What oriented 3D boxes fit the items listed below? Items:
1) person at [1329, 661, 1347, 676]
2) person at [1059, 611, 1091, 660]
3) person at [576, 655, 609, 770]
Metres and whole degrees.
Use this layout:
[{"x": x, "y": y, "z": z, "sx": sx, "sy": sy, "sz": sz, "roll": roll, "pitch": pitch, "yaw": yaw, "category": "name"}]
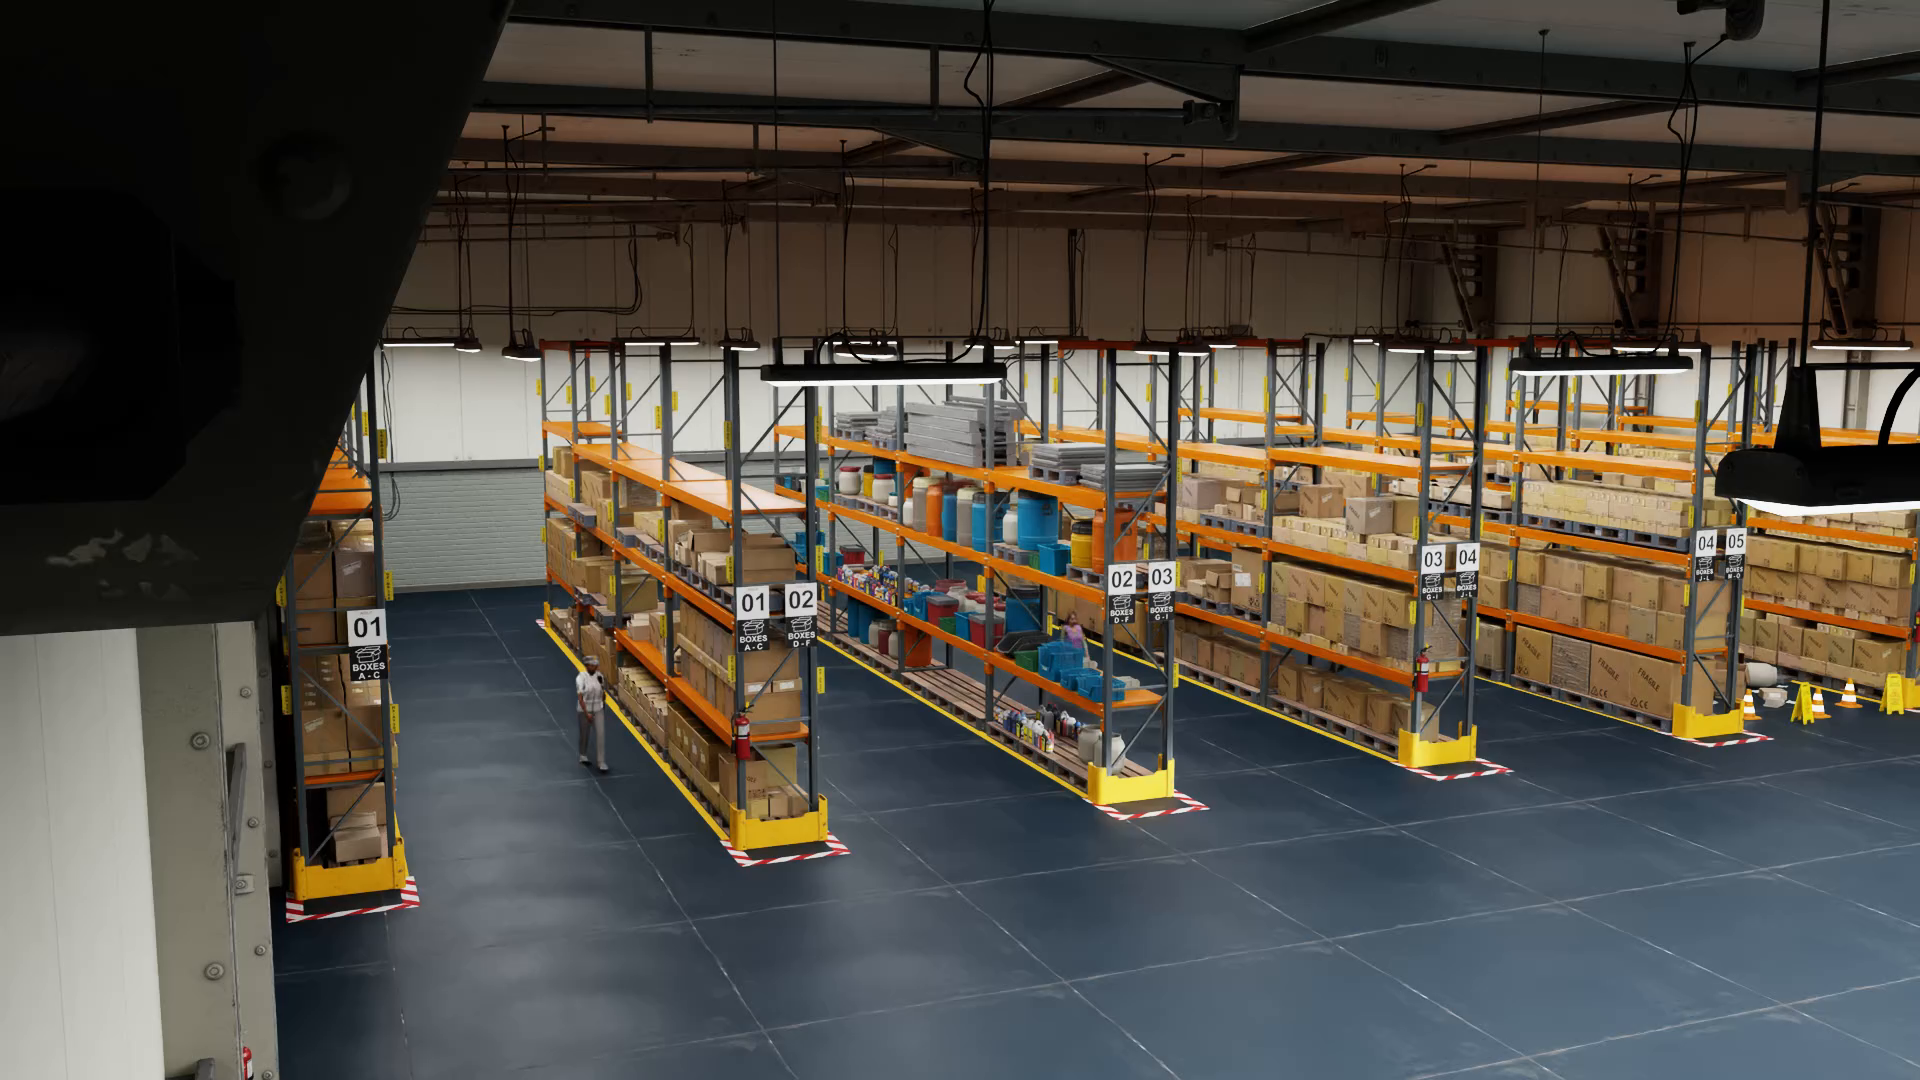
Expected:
[{"x": 6.548, "y": 1.765, "z": 29.001, "sx": 0.507, "sy": 1.636, "sz": 0.578, "roll": -1, "pitch": 8, "yaw": -11, "category": "person"}, {"x": 1.882, "y": 1.850, "z": 27.233, "sx": 0.436, "sy": 1.376, "sz": 0.975, "roll": -4, "pitch": 9, "yaw": -29, "category": "person"}, {"x": -5.239, "y": 2.436, "z": 23.736, "sx": 0.442, "sy": 1.617, "sz": 0.979, "roll": -4, "pitch": 9, "yaw": -30, "category": "person"}]
